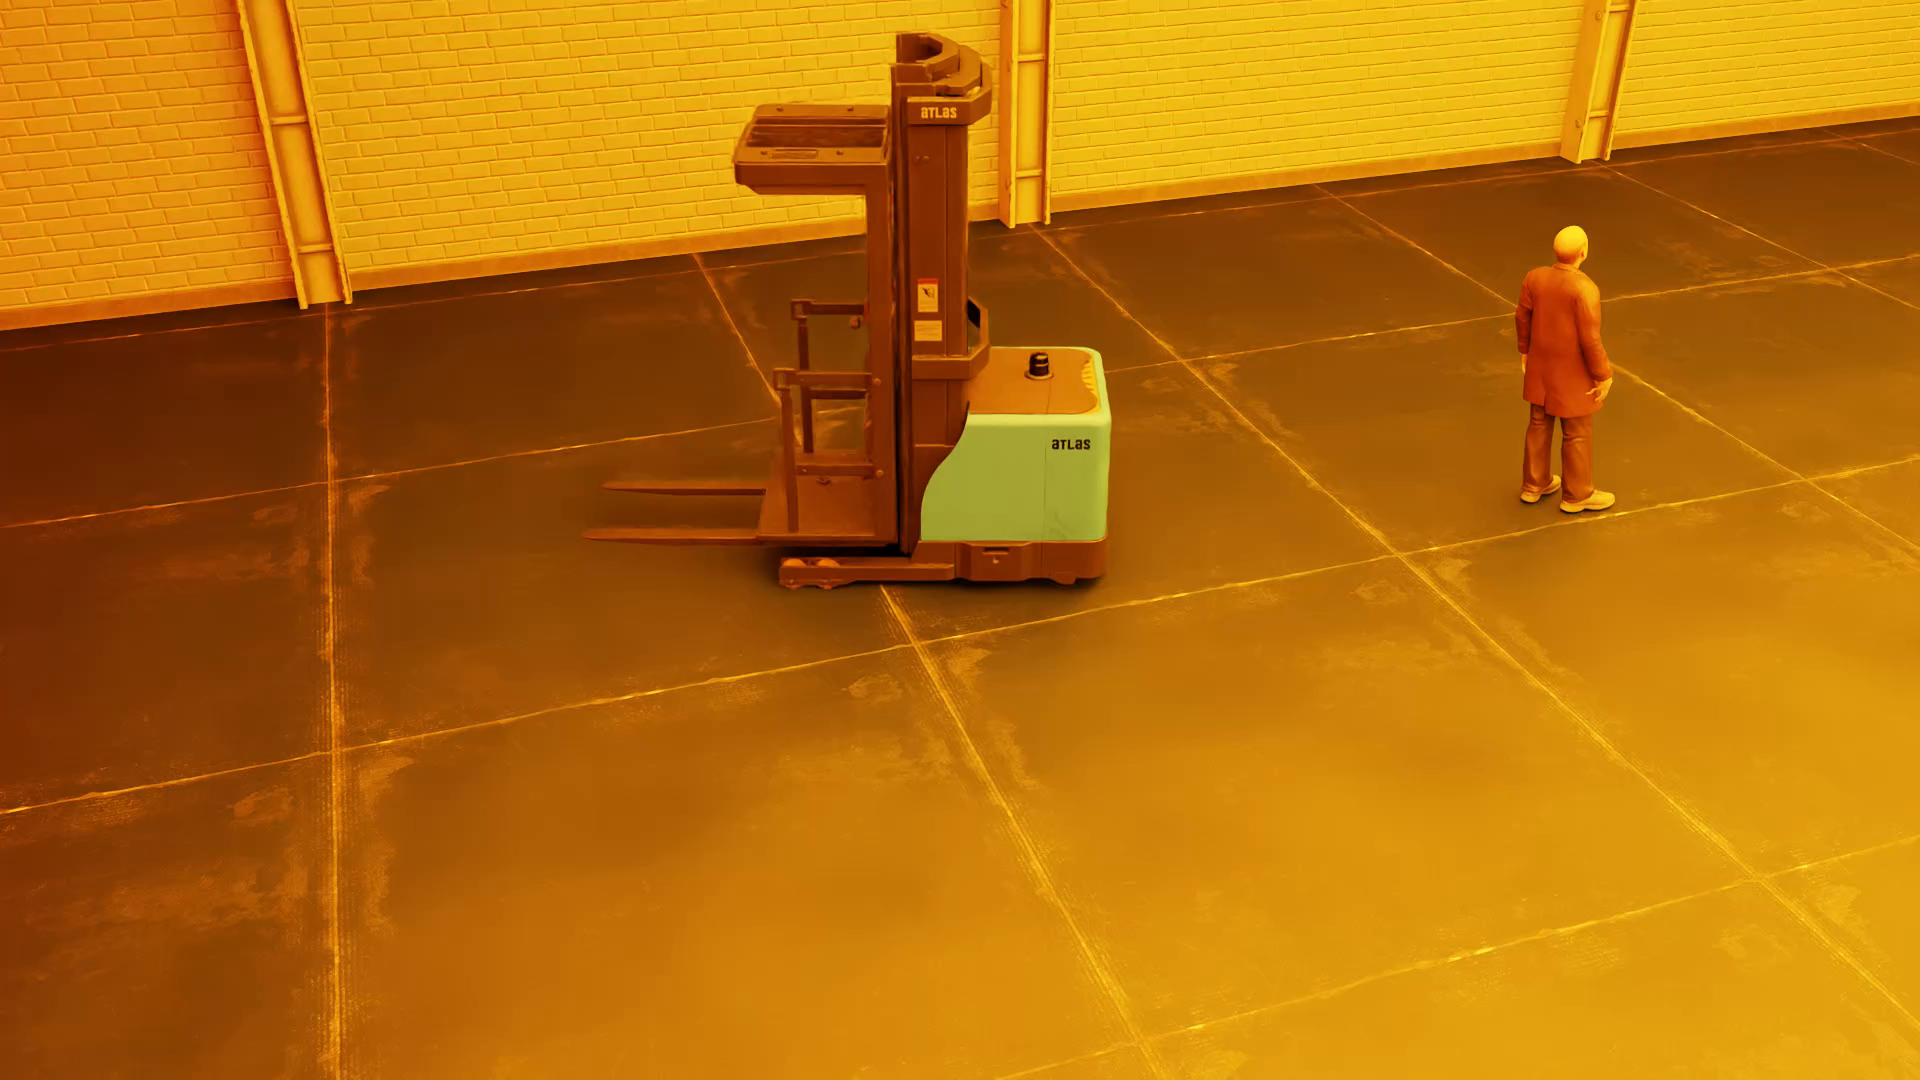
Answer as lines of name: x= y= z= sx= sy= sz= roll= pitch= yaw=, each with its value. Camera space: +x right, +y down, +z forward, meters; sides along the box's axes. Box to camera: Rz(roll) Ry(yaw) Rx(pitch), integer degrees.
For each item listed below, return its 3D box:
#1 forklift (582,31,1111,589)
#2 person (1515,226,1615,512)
forklift: x=-0.671 y=-1.255 z=9.269 sx=3.031 sy=2.935 sz=1.130 roll=0 pitch=30 yaw=0
person: x=3.695 y=-1.054 z=10.060 sx=0.582 sy=1.775 sz=0.697 roll=-16 pitch=34 yaw=-26
